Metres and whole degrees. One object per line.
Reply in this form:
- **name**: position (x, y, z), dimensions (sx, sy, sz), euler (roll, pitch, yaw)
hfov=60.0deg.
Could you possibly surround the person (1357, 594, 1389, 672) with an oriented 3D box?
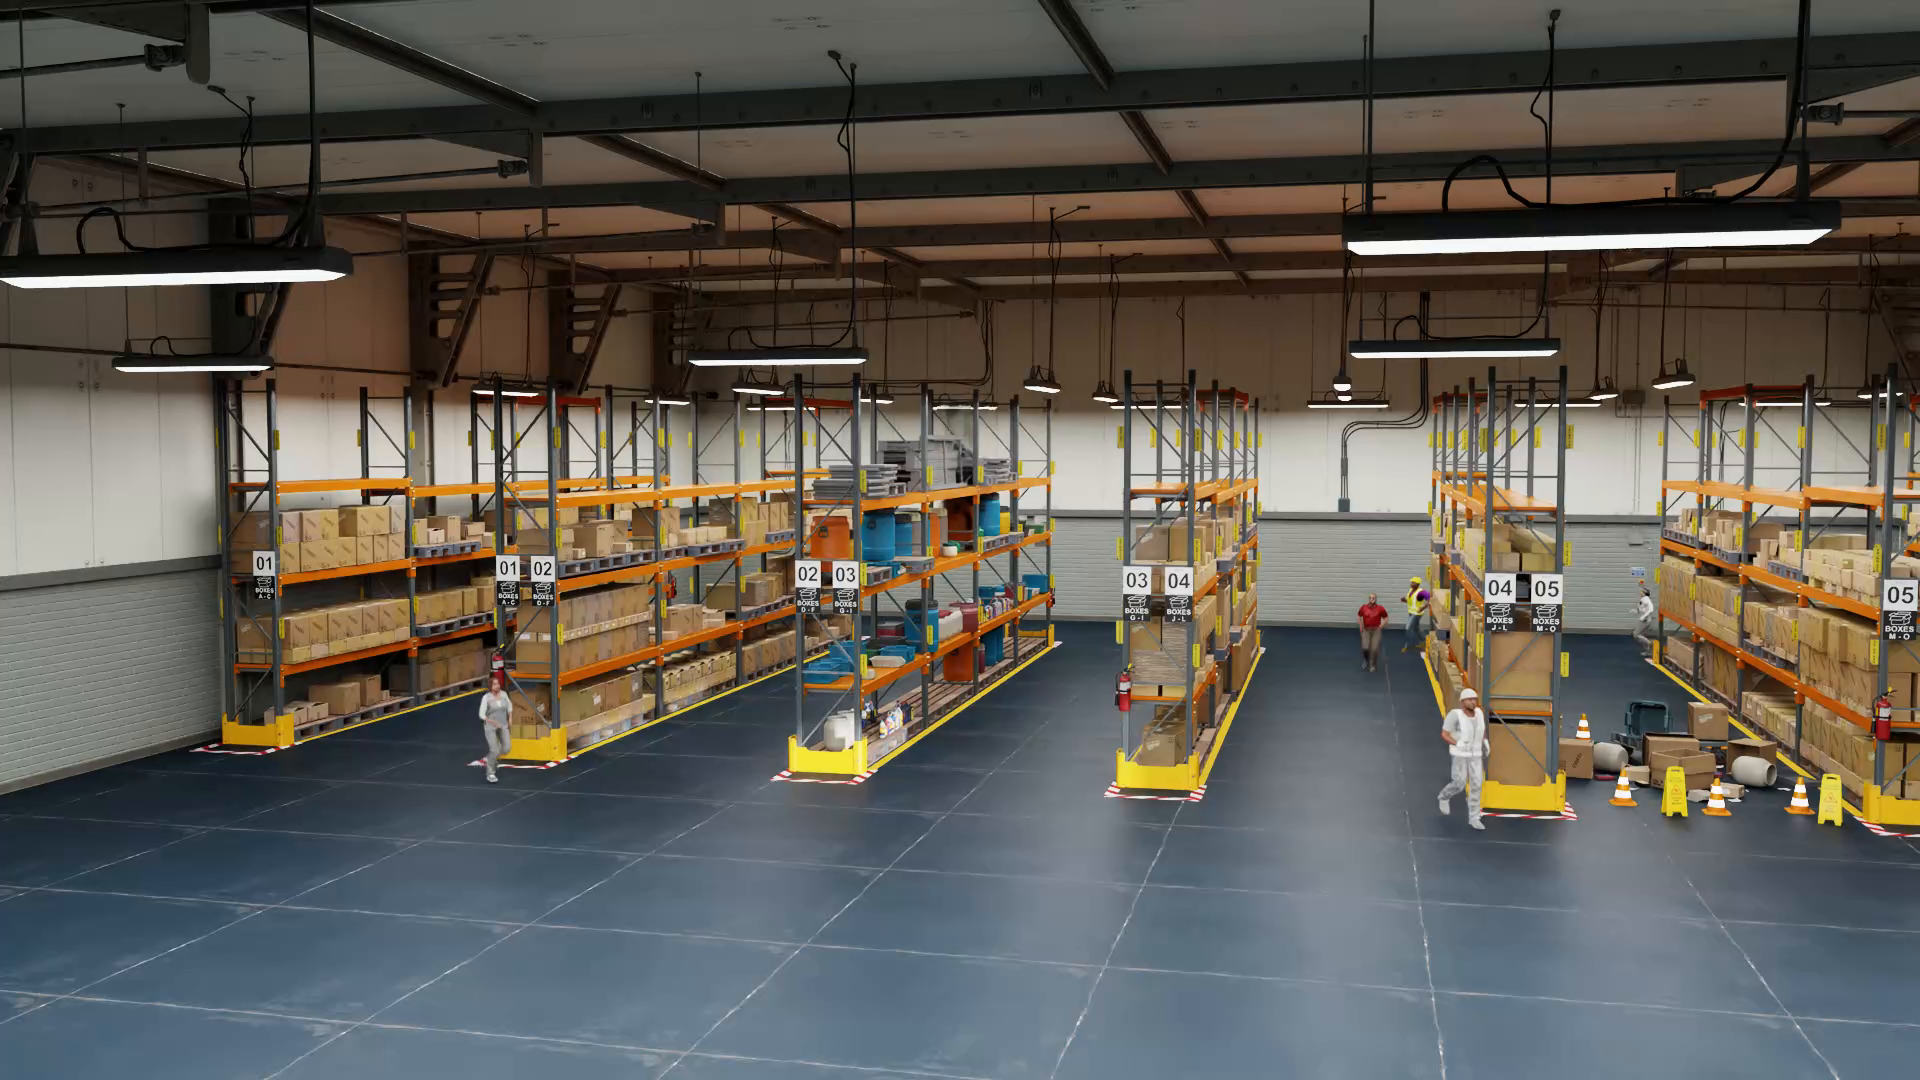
- **person**: position (8.903, 2.005, 35.898), dimensions (0.673, 1.694, 0.552), euler (1, 4, 17)

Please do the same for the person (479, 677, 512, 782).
- **person**: position (-6.764, 2.770, 24.339), dimensions (0.567, 1.552, 0.600), euler (-3, 4, -39)

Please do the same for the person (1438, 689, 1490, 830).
- **person**: position (6.580, 2.816, 21.687), dimensions (0.720, 1.791, 0.859), euler (-1, 4, -23)

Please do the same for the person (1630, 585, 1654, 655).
- **person**: position (15.818, 1.867, 38.575), dimensions (0.539, 1.647, 0.633), euler (1, 4, 23)

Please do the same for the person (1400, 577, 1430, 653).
- **person**: position (10.781, 1.771, 39.265), dimensions (0.763, 1.821, 0.700), euler (-1, 3, -10)
